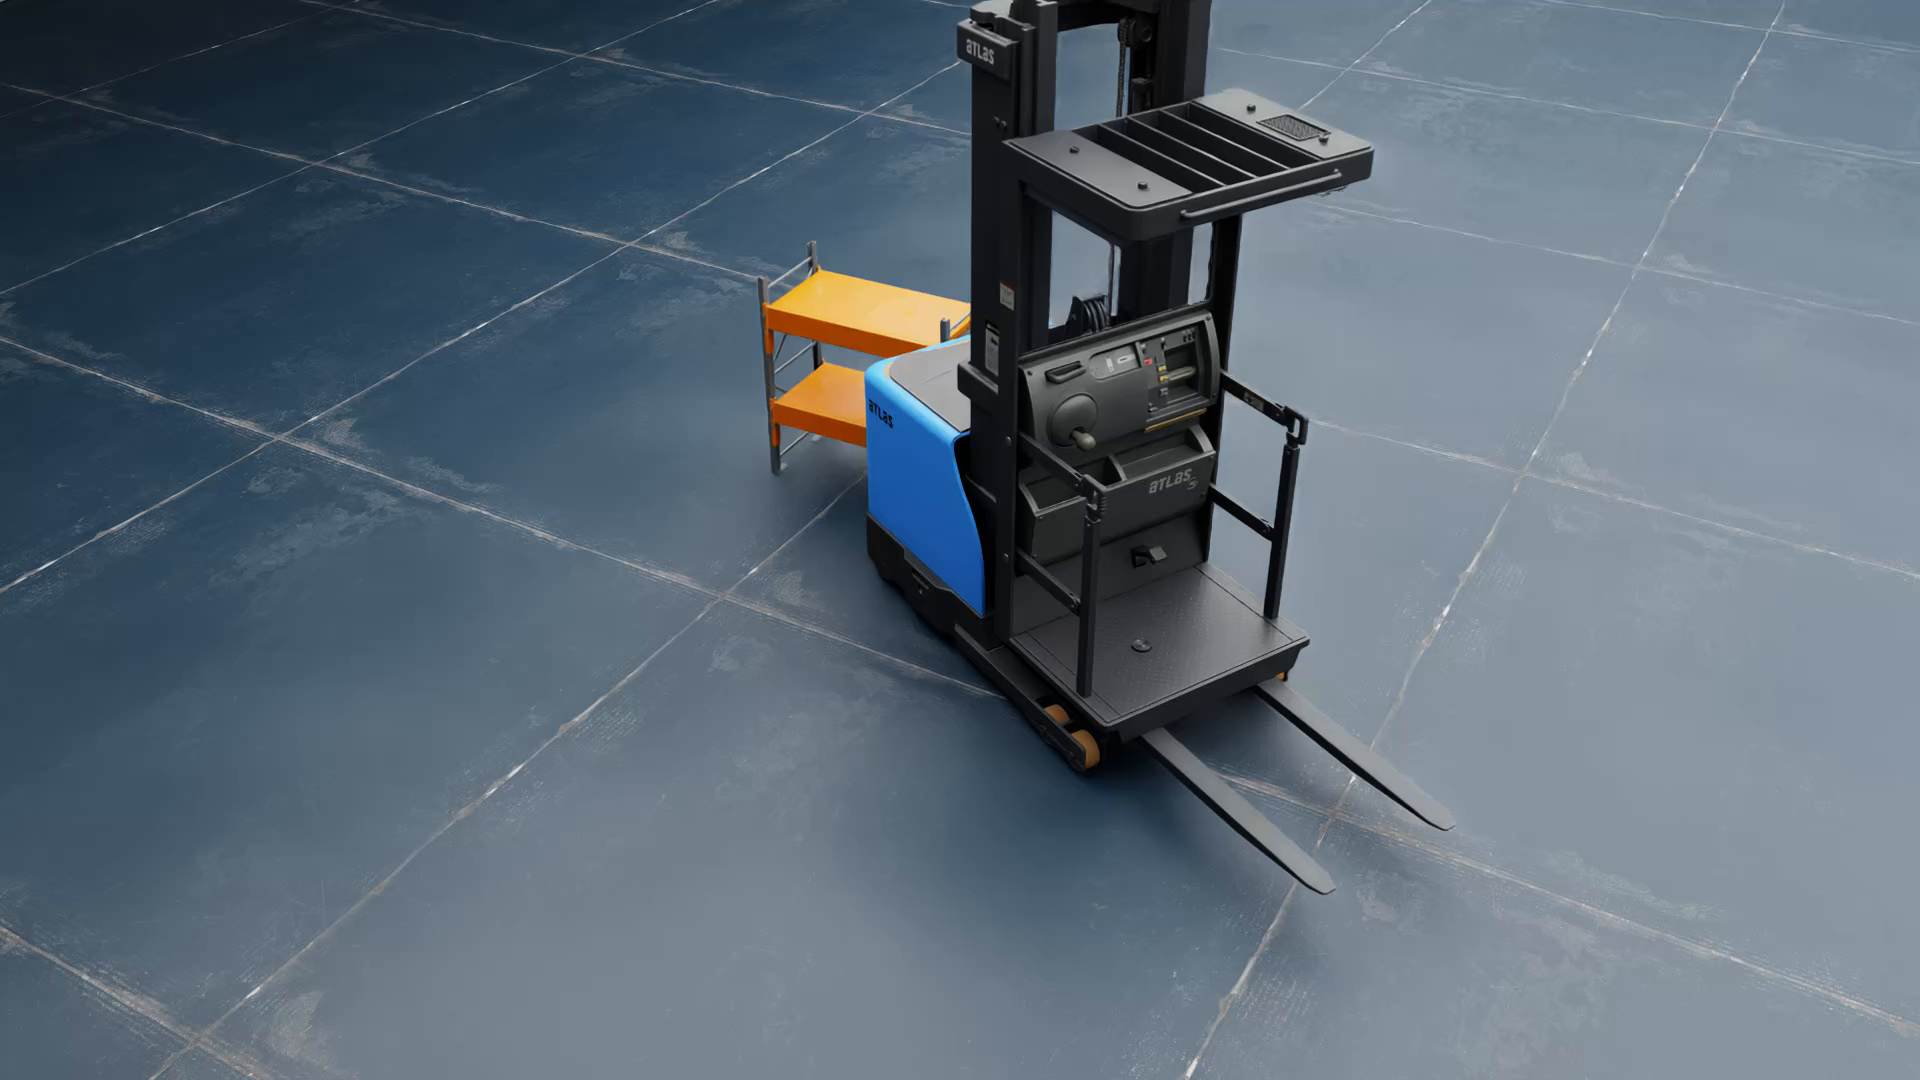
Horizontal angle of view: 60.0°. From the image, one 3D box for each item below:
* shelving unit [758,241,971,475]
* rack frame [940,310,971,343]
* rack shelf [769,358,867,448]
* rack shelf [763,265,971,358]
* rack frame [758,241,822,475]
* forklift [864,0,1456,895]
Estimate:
[{"bbox_3d":[-0.414,-0.808,8.448,1.048,1.125,0.538,16,37,23],"label":"shelving unit"},{"bbox_3d":[0.036,-0.677,8.251,0.032,1.125,0.500,16,37,23],"label":"rack frame"},{"bbox_3d":[-0.414,-0.604,8.583,1.000,0.278,0.538,16,37,23],"label":"rack shelf"},{"bbox_3d":[-0.414,-1.051,8.286,1.000,0.278,0.538,16,37,23],"label":"rack shelf"},{"bbox_3d":[-0.864,-0.938,8.644,0.032,1.125,0.500,16,37,23],"label":"rack frame"},{"bbox_3d":[0.768,-0.573,6.466,1.130,2.935,3.031,-20,38,-27],"label":"forklift"}]
